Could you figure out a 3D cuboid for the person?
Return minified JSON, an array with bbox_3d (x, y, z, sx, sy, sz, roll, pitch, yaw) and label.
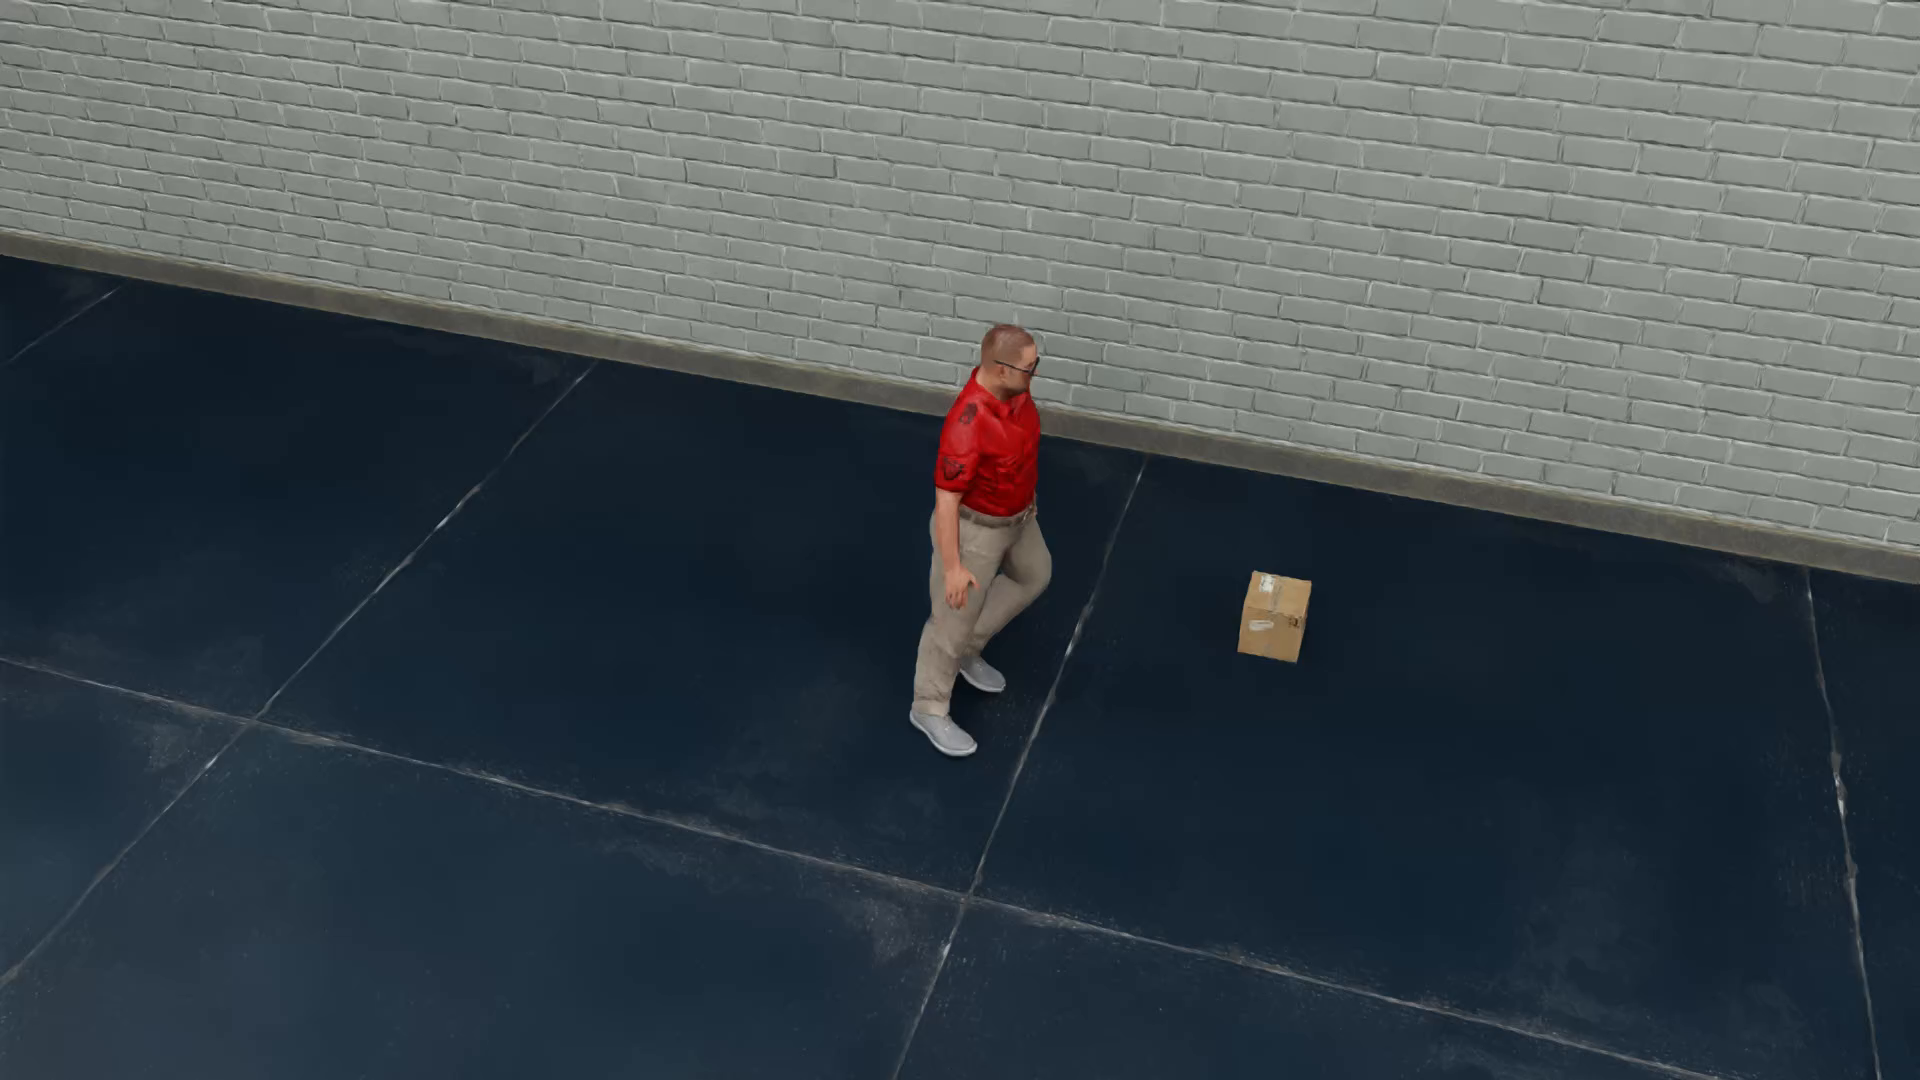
[{"bbox_3d":[0.082,-0.048,6.198,0.412,1.711,0.726,14,39,18],"label":"person"}]
